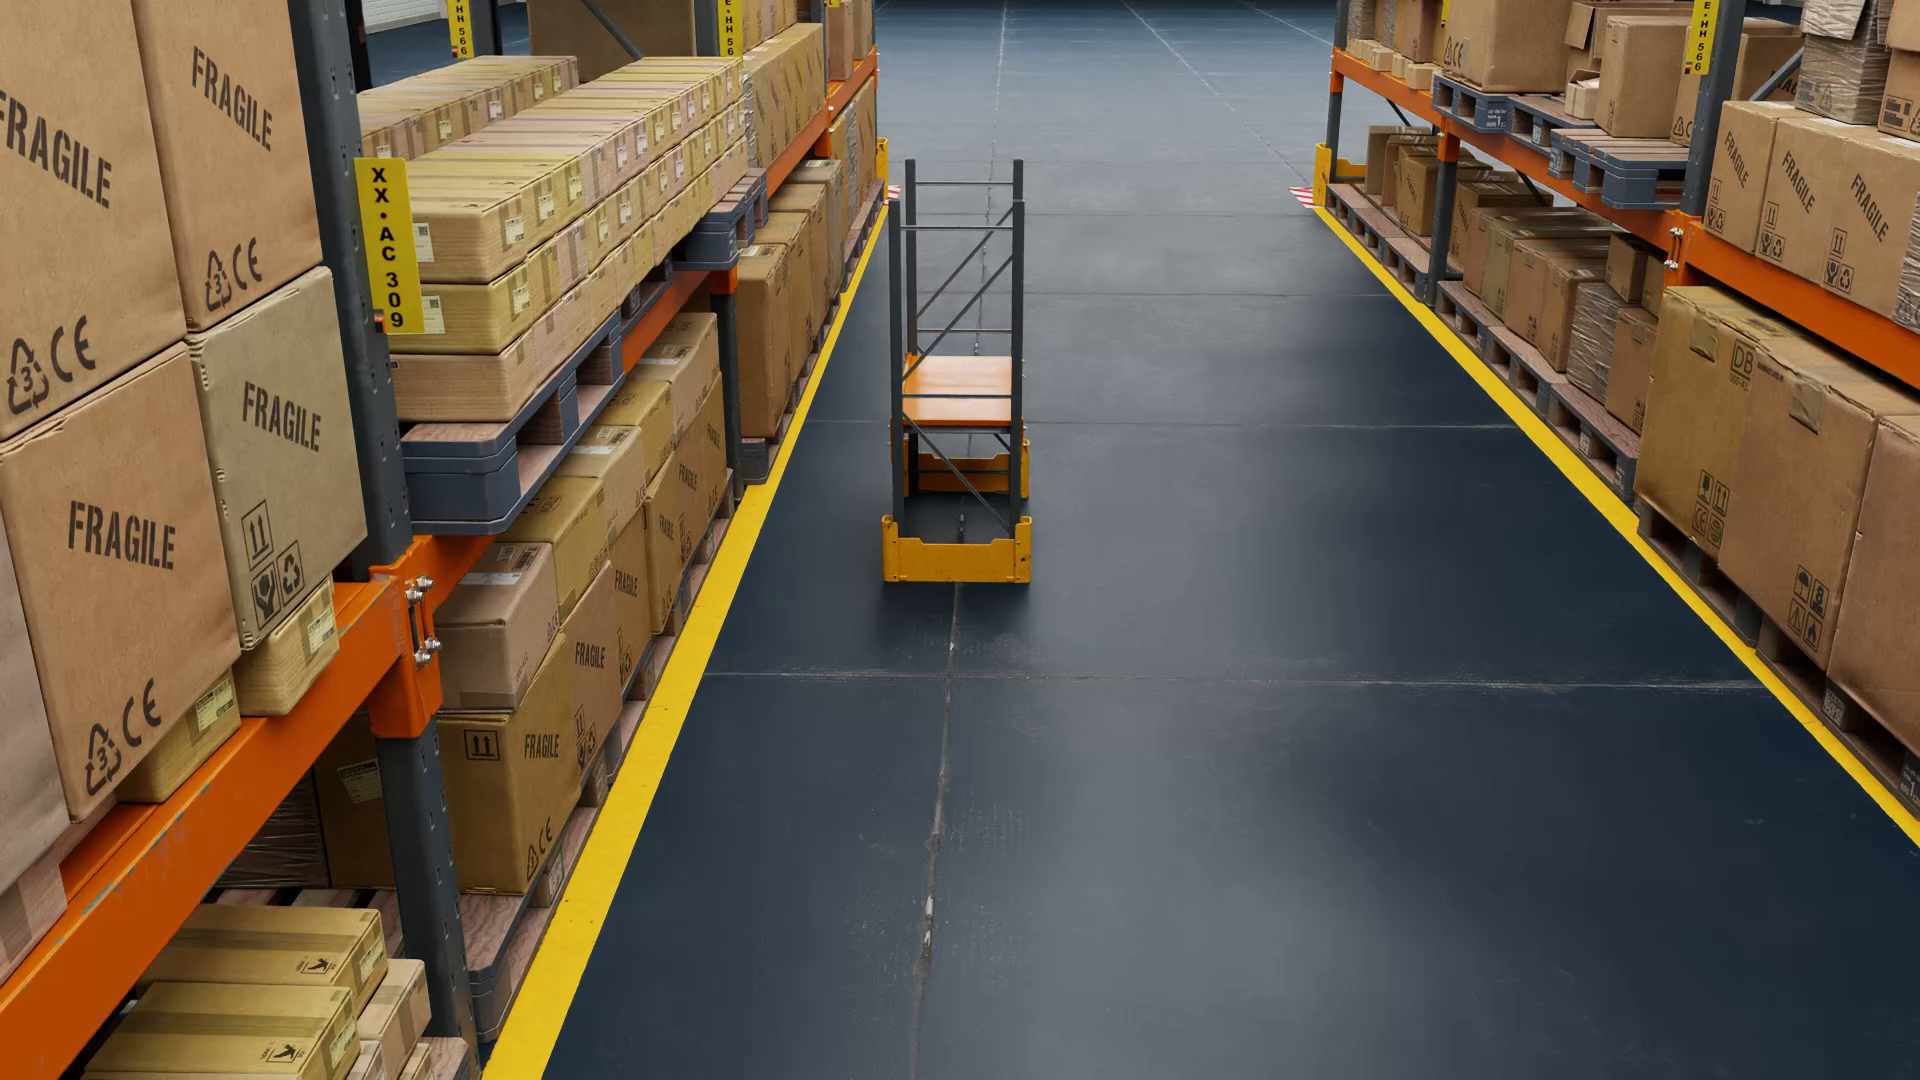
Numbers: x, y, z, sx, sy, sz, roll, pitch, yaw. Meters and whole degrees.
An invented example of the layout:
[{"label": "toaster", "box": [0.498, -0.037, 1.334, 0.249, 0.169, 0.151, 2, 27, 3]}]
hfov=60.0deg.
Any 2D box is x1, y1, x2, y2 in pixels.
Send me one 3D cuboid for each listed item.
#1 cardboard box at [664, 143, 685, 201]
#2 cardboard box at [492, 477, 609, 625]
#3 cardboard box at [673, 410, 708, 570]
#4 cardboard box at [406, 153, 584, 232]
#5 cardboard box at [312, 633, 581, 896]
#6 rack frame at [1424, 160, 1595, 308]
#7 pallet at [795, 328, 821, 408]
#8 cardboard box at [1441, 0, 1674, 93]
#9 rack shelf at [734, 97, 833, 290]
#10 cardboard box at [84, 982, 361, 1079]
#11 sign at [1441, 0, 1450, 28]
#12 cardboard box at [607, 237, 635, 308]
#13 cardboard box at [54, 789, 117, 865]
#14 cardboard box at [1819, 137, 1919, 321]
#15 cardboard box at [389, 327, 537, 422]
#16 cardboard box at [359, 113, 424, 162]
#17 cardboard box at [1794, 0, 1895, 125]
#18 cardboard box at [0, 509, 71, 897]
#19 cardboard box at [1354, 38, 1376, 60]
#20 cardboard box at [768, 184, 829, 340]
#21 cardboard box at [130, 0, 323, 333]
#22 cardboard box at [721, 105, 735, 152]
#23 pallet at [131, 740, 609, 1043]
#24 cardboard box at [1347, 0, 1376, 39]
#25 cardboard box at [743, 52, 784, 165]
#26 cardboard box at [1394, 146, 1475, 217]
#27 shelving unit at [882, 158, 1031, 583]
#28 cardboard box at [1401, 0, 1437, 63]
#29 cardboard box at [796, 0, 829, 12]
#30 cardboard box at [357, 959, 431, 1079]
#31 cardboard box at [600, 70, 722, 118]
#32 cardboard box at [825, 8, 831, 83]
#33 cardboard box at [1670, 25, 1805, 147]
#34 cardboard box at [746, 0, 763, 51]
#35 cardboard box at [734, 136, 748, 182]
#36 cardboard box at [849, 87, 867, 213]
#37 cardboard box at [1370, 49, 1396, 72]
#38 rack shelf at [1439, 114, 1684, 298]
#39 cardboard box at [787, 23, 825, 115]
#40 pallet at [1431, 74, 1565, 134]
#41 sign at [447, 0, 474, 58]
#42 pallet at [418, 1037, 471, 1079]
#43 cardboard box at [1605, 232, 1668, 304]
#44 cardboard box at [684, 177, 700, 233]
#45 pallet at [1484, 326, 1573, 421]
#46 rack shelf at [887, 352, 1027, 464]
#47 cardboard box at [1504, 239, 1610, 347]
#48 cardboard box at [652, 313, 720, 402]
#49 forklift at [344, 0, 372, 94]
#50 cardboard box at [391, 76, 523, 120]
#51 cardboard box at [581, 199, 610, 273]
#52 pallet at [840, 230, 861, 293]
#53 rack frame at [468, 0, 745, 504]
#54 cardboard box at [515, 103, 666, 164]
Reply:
[{"label": "cardboard box", "box": [-1.079, -1.157, 5.219, 0.380, 0.149, 0.250, 1, 21, 3]}, {"label": "cardboard box", "box": [-1.303, 0.020, 4.669, 0.500, 0.250, 0.500, 1, 21, 3]}, {"label": "cardboard box", "box": [-1.260, -0.191, 6.250, 0.500, 0.500, 0.500, 1, 21, 4]}, {"label": "cardboard box", "box": [-1.119, -0.830, 3.966, 0.380, 0.149, 0.250, 1, 21, 2]}, {"label": "cardboard box", "box": [-1.316, 0.562, 4.308, 0.500, 0.500, 0.500, 1, 21, 4]}, {"label": "rack frame", "box": [3.595, -2.945, 10.471, 1.000, 3.000, 0.127, 1, 21, 2]}, {"label": "pallet", "box": [-1.343, -1.014, 9.349, 1.003, 0.211, 1.213, 1, 21, 2]}, {"label": "cardboard box", "box": [3.430, -3.134, 9.550, 1.000, 1.000, 1.000, 1, 21, 2]}, {"label": "rack shelf", "box": [-1.421, -1.977, 8.972, 1.077, 0.370, 4.000, 1, 21, 2]}, {"label": "cardboard box", "box": [-1.322, 0.937, 3.005, 0.380, 0.149, 0.250, 1, 21, 2]}, {"label": "sign", "box": [3.052, -3.351, 10.323, 0.100, 0.325, 0.005, 1, 21, 2]}, {"label": "cardboard box", "box": [-1.102, -0.733, 4.537, 0.380, 0.149, 0.250, 0, 21, -1]}, {"label": "cardboard box", "box": [-1.421, 0.363, 2.295, 0.380, 0.149, 0.250, 0, 21, 0]}, {"label": "cardboard box", "box": [3.161, -1.000, 5.322, 0.500, 0.500, 0.500, 0, 21, 1]}, {"label": "cardboard box", "box": [-1.132, -0.359, 3.575, 0.380, 0.149, 0.250, 0, 21, -1]}, {"label": "cardboard box", "box": [-1.746, -1.118, 4.707, 0.380, 0.149, 0.250, 0, 21, -1]}, {"label": "cardboard box", "box": [3.434, -1.748, 5.863, 0.797, 0.503, 0.637, 1, 21, 3]}, {"label": "cardboard box", "box": [-1.369, 0.217, 1.773, 0.500, 0.500, 0.500, 1, 21, 1]}, {"label": "cardboard box", "box": [3.420, -3.993, 13.520, 0.380, 0.149, 0.250, 1, 21, 2]}, {"label": "cardboard box", "box": [-1.322, -1.608, 9.557, 1.050, 0.750, 0.750, 1, 21, 2]}, {"label": "cardboard box", "box": [-1.347, -0.622, 2.553, 0.500, 0.500, 0.500, 0, 21, 0]}, {"label": "cardboard box", "box": [-1.048, -1.527, 6.172, 0.380, 0.149, 0.250, 1, 21, 4]}, {"label": "pallet", "box": [-1.581, 0.875, 4.481, 1.003, 0.211, 1.213, 1, 21, 2]}, {"label": "cardboard box", "box": [3.672, -4.377, 13.615, 0.875, 0.500, 0.500, 1, 21, 2]}, {"label": "cardboard box", "box": [-1.170, -2.162, 8.315, 0.500, 0.500, 0.500, 1, 21, 2]}, {"label": "cardboard box", "box": [3.659, -2.753, 12.852, 0.500, 0.500, 0.500, 3, 21, 7]}, {"label": "shelving unit", "box": [0.002, -0.727, 6.829, 0.587, 1.500, 1.083, 1, 21, 2]}, {"label": "cardboard box", "box": [3.635, -3.654, 11.750, 0.875, 0.500, 0.500, 1, 21, 2]}, {"label": "cardboard box", "box": [-1.314, -3.742, 10.826, 0.875, 0.550, 0.550, 1, 21, 2]}, {"label": "cardboard box", "box": [-1.295, 0.969, 3.334, 0.380, 0.149, 0.250, 1, 21, 3]}, {"label": "cardboard box", "box": [-1.056, -1.578, 5.892, 0.380, 0.149, 0.250, 1, 21, 3]}, {"label": "cardboard box", "box": [-1.367, -3.438, 11.536, 0.875, 0.550, 0.550, 1, 21, 2]}, {"label": "cardboard box", "box": [3.449, -1.936, 7.154, 0.500, 0.500, 0.500, -2, 21, -5]}, {"label": "cardboard box", "box": [-1.415, -2.818, 8.623, 0.700, 0.500, 0.500, 0, 21, 1]}, {"label": "cardboard box", "box": [-1.037, -1.485, 6.475, 0.380, 0.149, 0.250, 1, 21, 3]}, {"label": "cardboard box", "box": [-1.218, -3.123, 13.288, 0.875, 0.875, 0.875, 0, 21, 1]}, {"label": "cardboard box", "box": [3.327, -3.632, 12.590, 0.380, 0.149, 0.250, 1, 21, 2]}, {"label": "rack shelf", "box": [3.534, -1.886, 8.737, 1.077, 0.370, 4.000, 1, 21, 2]}, {"label": "cardboard box", "box": [-1.109, -2.891, 10.194, 0.500, 0.500, 0.500, 1, 21, 1]}, {"label": "pallet", "box": [3.426, -2.580, 9.798, 1.003, 0.211, 1.213, 1, 21, 2]}, {"label": "sign", "box": [-2.037, -2.134, 6.782, 0.100, 0.325, 0.005, 1, 21, 2]}, {"label": "pallet", "box": [-1.588, 1.400, 3.129, 1.003, 0.211, 1.213, 1, 21, 2]}, {"label": "cardboard box", "box": [3.469, -1.322, 8.100, 0.500, 0.250, 0.500, 3, 21, 8]}, {"label": "cardboard box", "box": [-1.072, -1.114, 5.521, 0.380, 0.149, 0.250, 0, 21, -1]}, {"label": "pallet", "box": [3.538, -0.921, 9.110, 1.003, 0.211, 1.213, 1, 21, 2]}, {"label": "rack shelf", "box": [0.003, -0.562, 6.902, 0.538, 0.185, 1.000, 1, 21, 2]}, {"label": "cardboard box", "box": [3.504, -1.388, 9.307, 0.700, 0.500, 0.500, -1, 21, -3]}, {"label": "cardboard box", "box": [-1.240, -0.719, 6.574, 0.500, 0.250, 0.500, 0, 21, 0]}, {"label": "forklift", "box": [-3.464, -2.148, 8.513, 1.130, 2.935, 3.031, 0, 21, 0]}, {"label": "cardboard box", "box": [-1.715, -1.499, 5.689, 0.380, 0.149, 0.250, 0, 21, -1]}, {"label": "cardboard box", "box": [-1.111, -0.779, 4.245, 0.380, 0.149, 0.250, 0, 21, -1]}, {"label": "pallet", "box": [-1.259, -2.010, 11.917, 1.003, 0.211, 1.213, 1, 21, 2]}, {"label": "rack frame", "box": [-1.482, -1.589, 6.978, 1.000, 3.000, 0.127, 1, 21, 2]}, {"label": "cardboard box", "box": [-1.089, -1.202, 4.923, 0.380, 0.149, 0.250, 1, 21, 3]}]
